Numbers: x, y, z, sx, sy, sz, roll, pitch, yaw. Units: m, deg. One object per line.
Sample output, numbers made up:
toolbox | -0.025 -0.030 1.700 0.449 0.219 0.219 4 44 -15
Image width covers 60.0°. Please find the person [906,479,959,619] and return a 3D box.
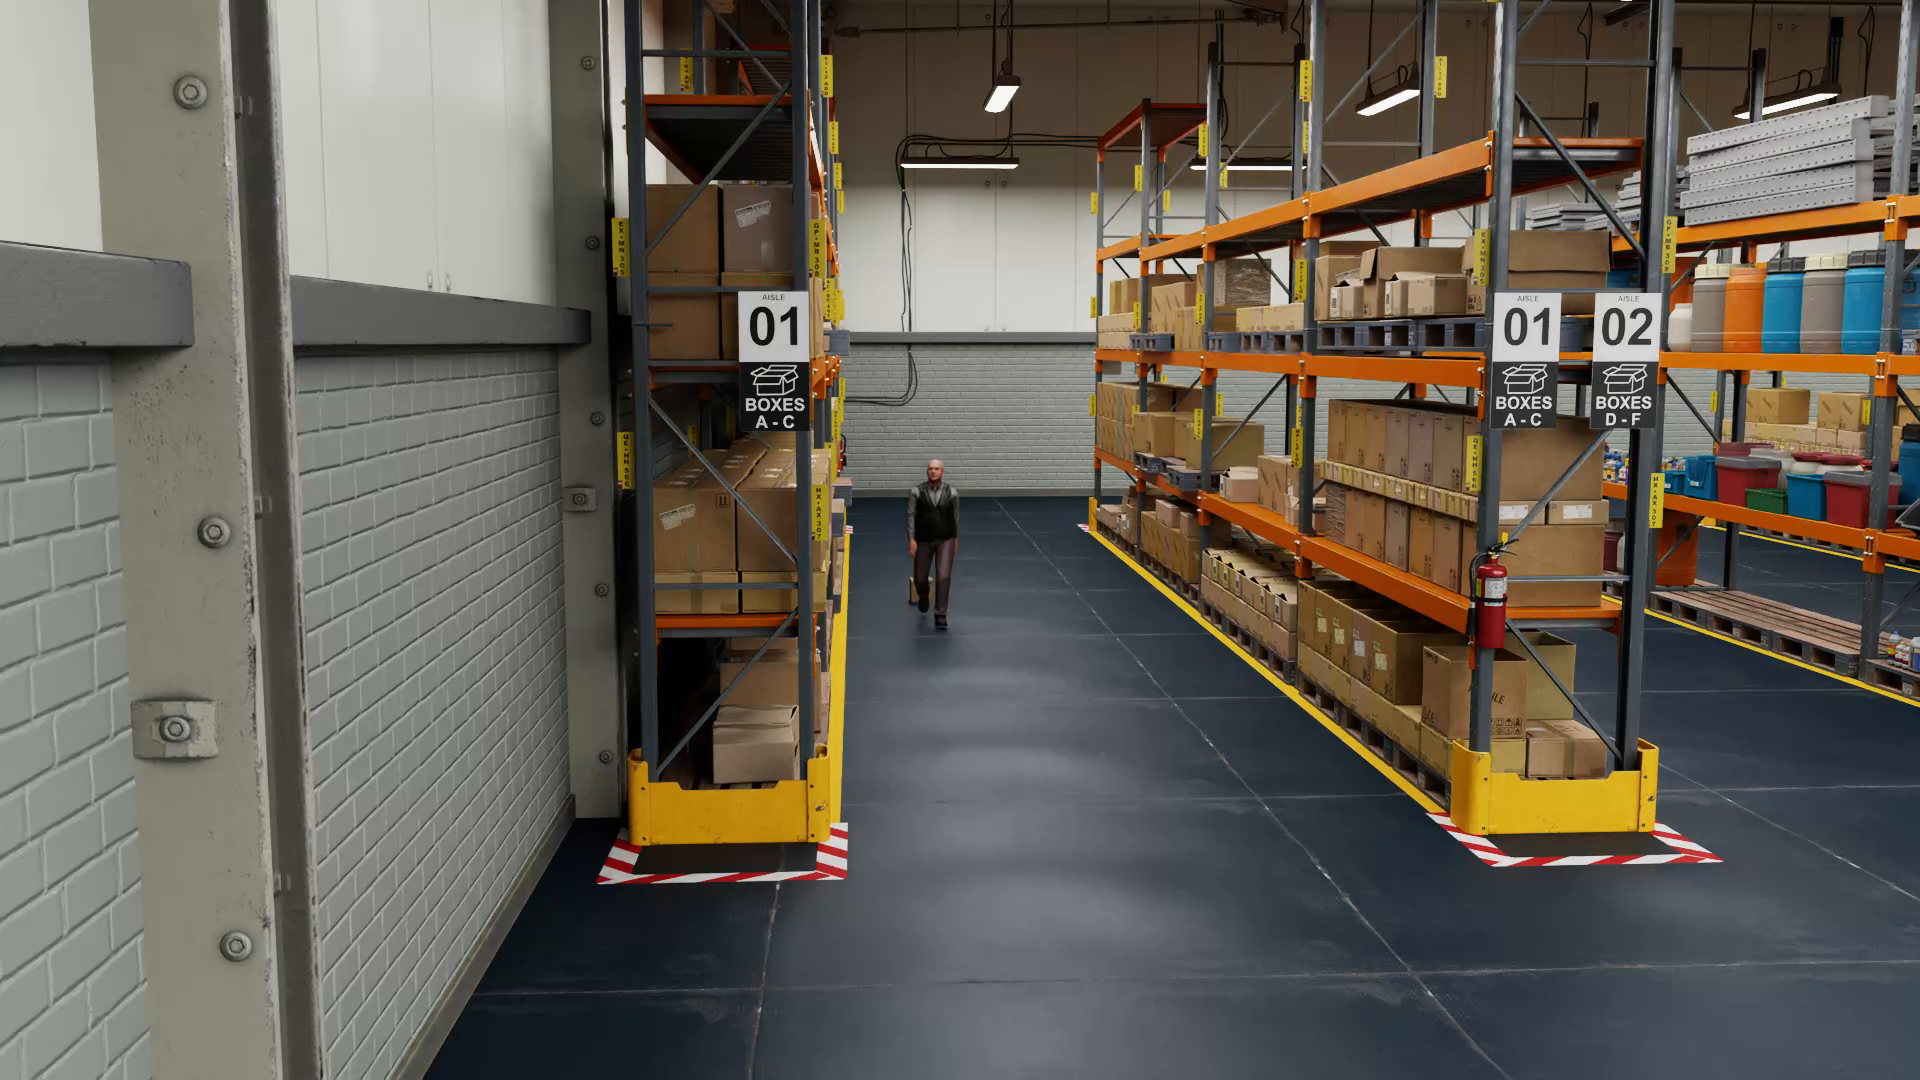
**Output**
person | -0.280 0.079 17.225 0.549 1.442 0.654 0 7 -2
